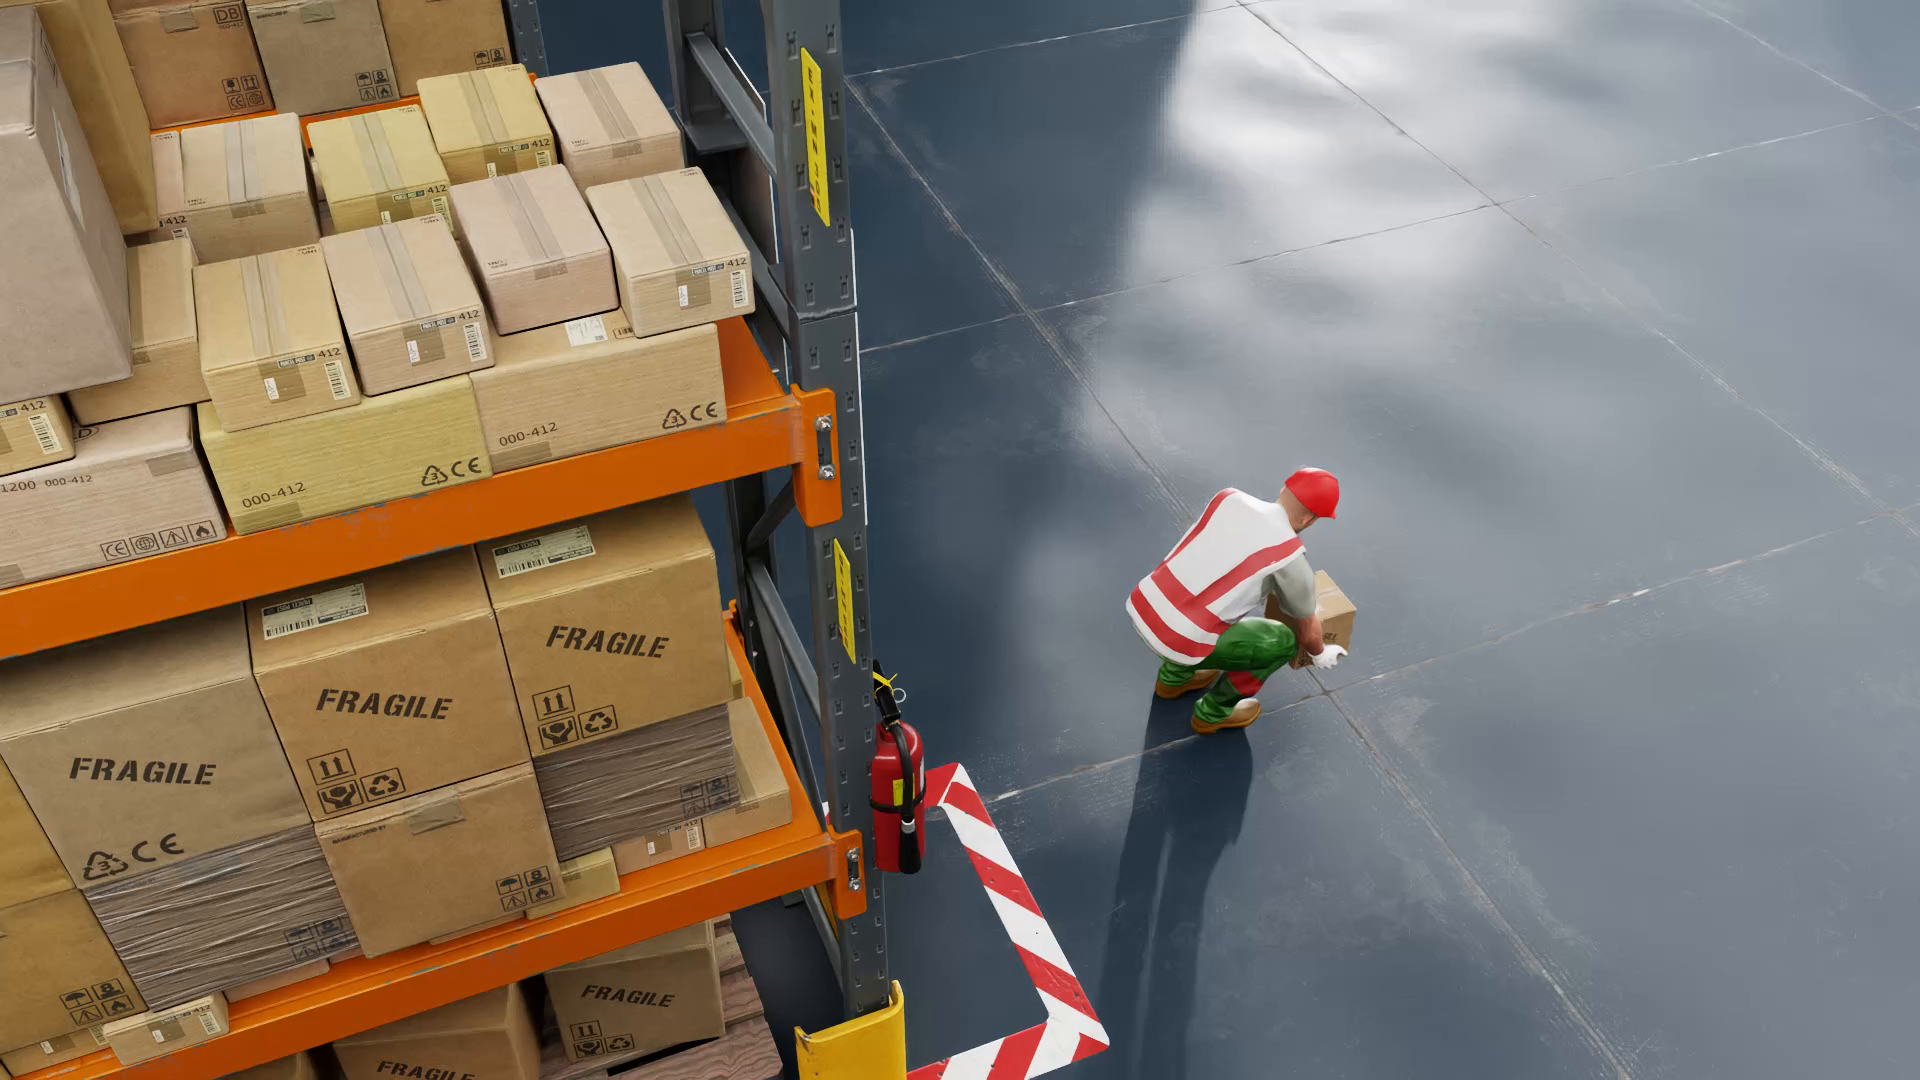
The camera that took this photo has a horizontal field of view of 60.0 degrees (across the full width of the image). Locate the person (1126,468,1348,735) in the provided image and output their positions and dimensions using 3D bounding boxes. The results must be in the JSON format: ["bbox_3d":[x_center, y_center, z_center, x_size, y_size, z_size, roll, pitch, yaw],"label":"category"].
[{"bbox_3d":[1.056,0.231,6.449,0.866,1.040,0.568,-15,44,-17],"label":"person"}]
